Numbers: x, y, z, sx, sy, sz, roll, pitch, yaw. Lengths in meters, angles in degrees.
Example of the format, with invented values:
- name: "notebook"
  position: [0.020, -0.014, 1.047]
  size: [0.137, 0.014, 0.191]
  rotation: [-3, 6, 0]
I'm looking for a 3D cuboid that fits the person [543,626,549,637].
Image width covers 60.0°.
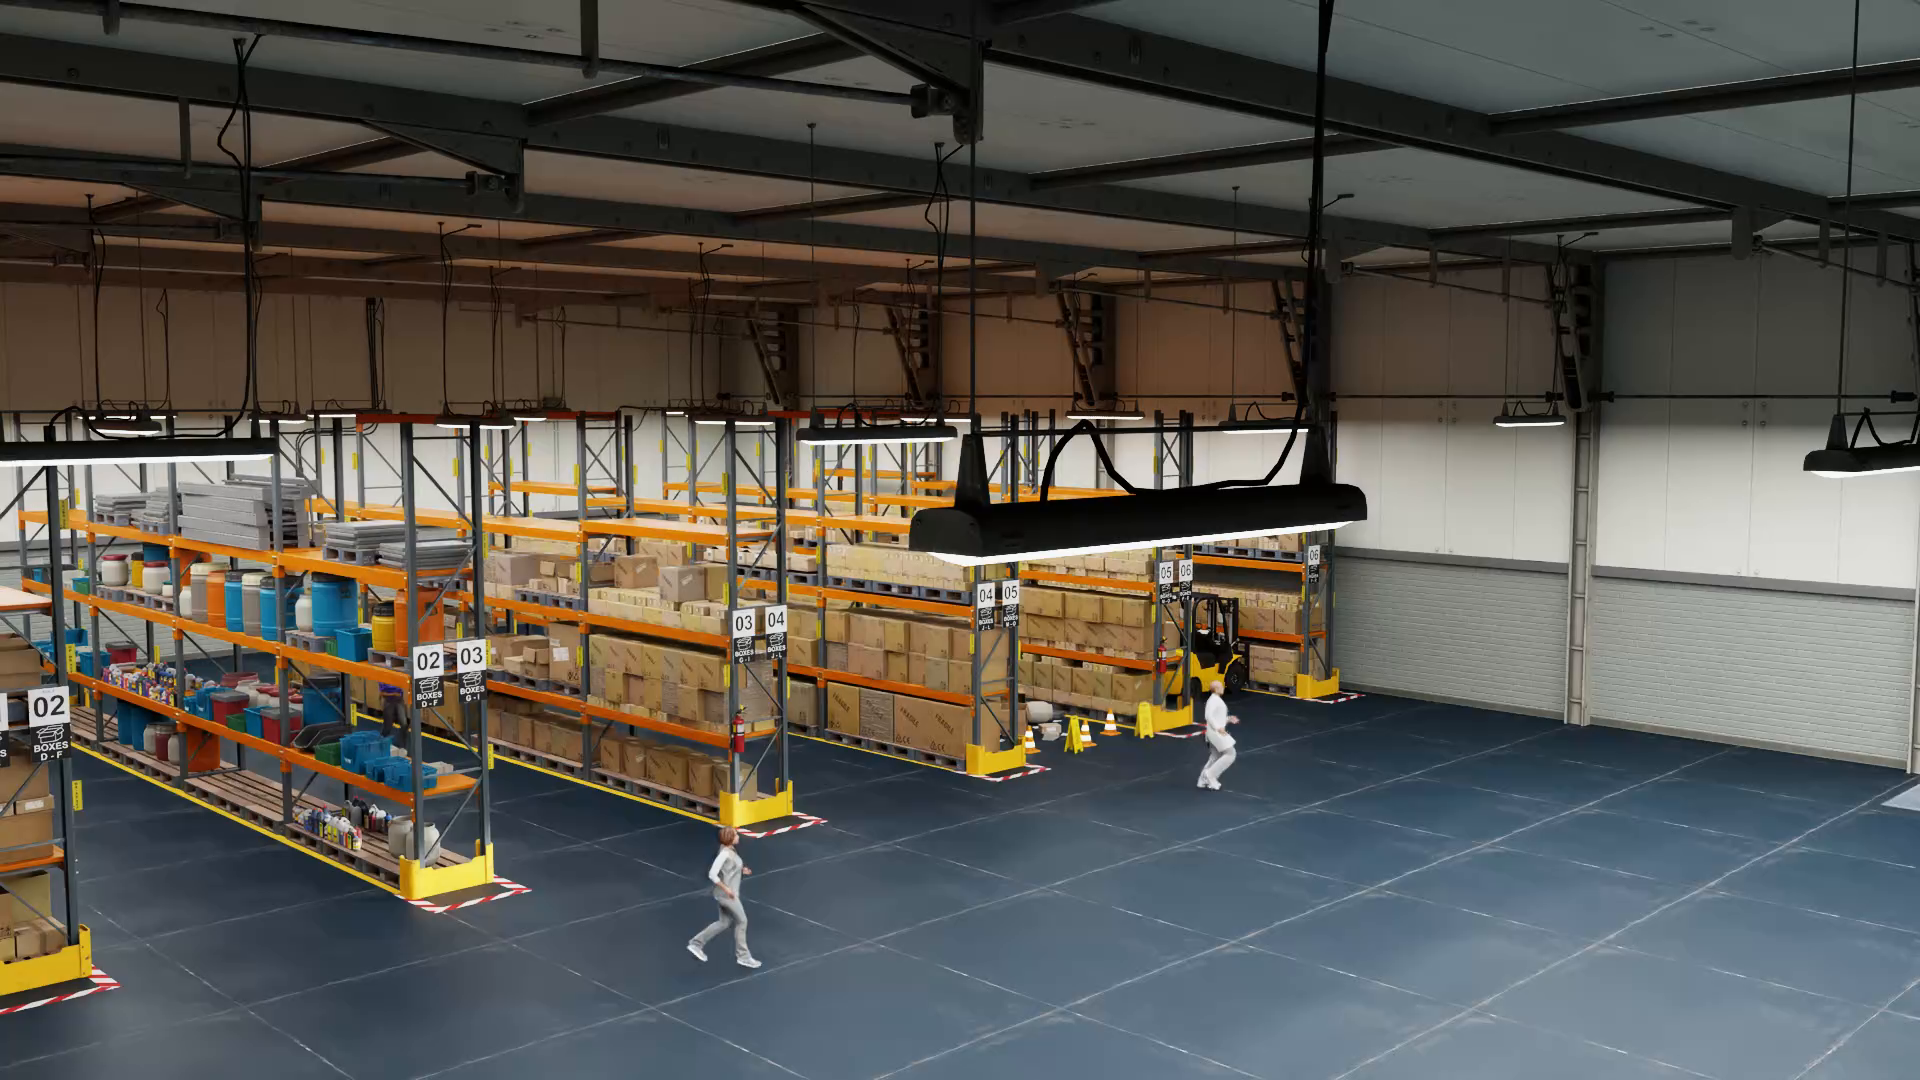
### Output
- name: "person"
  position: [-10.136, 1.988, 40.990]
  size: [0.497, 1.602, 0.726]
  rotation: [1, 5, 16]

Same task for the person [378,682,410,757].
- name: "person"
  position: [-9.992, 2.971, 29.288]
  size: [0.766, 1.718, 0.567]
  rotation: [5, 7, 45]

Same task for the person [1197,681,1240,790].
- name: "person"
  position: [4.175, 3.234, 26.746]
  size: [0.695, 1.546, 0.680]
  rotation: [0, 5, -1]

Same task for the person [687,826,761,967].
- name: "person"
  position: [-2.606, 3.941, 18.363]
  size: [0.803, 1.605, 0.526]
  rotation: [-1, 5, -13]
